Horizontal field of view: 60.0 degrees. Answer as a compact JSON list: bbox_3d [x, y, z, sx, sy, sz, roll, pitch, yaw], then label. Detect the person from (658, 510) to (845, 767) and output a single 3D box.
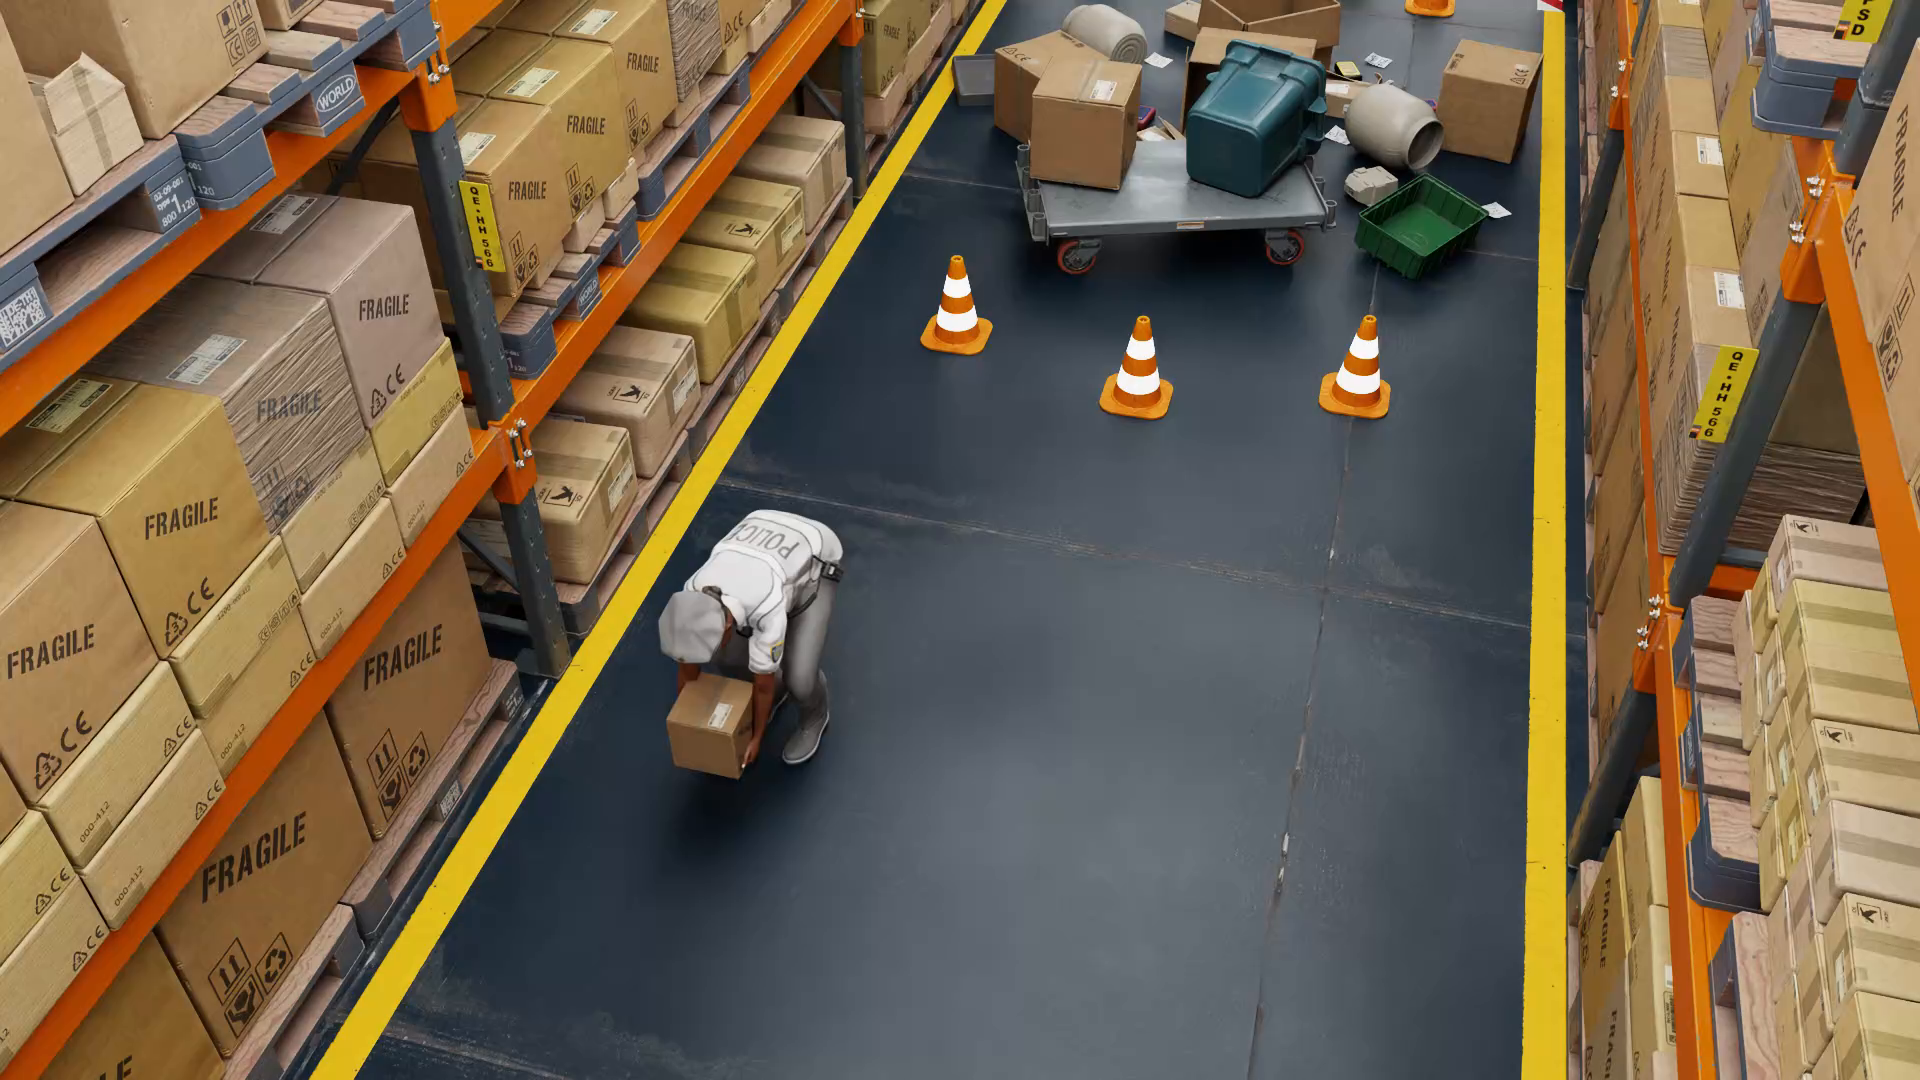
[{"bbox_3d":[-0.757,0.419,6.098,0.440,1.117,0.930,17,44,18],"label":"person"}]
